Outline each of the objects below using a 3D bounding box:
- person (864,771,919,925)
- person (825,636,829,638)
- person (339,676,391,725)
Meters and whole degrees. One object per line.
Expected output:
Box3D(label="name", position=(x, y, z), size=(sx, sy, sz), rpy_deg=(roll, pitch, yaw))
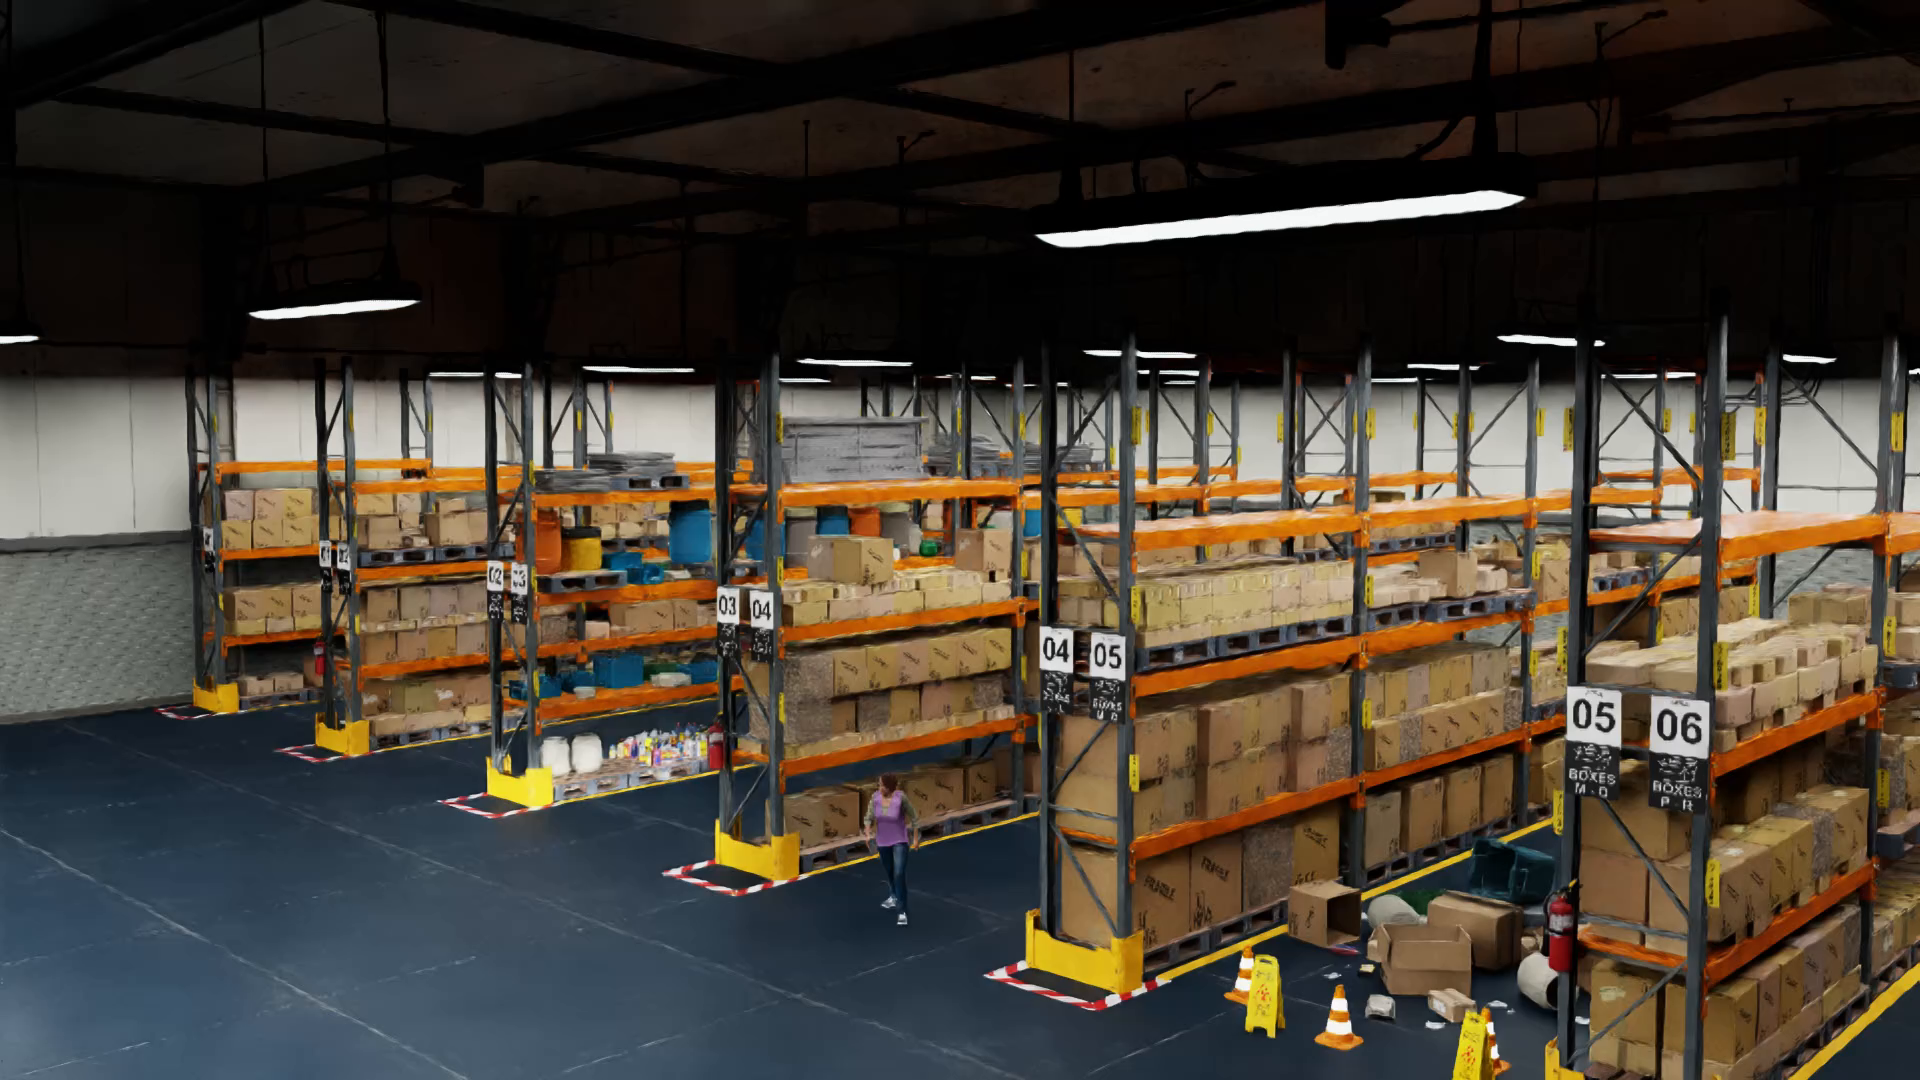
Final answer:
Box3D(label="person", position=(-0.668, 3.089, 16.999), size=(0.569, 1.530, 0.774), rpy_deg=(2, 5, 26))
Box3D(label="person", position=(-2.106, 2.188, 27.488), size=(1.041, 1.701, 0.534), rpy_deg=(-3, 5, -37))
Box3D(label="person", position=(-9.860, 2.239, 27.614), size=(1.106, 1.590, 0.446), rpy_deg=(-4, 6, -44))
